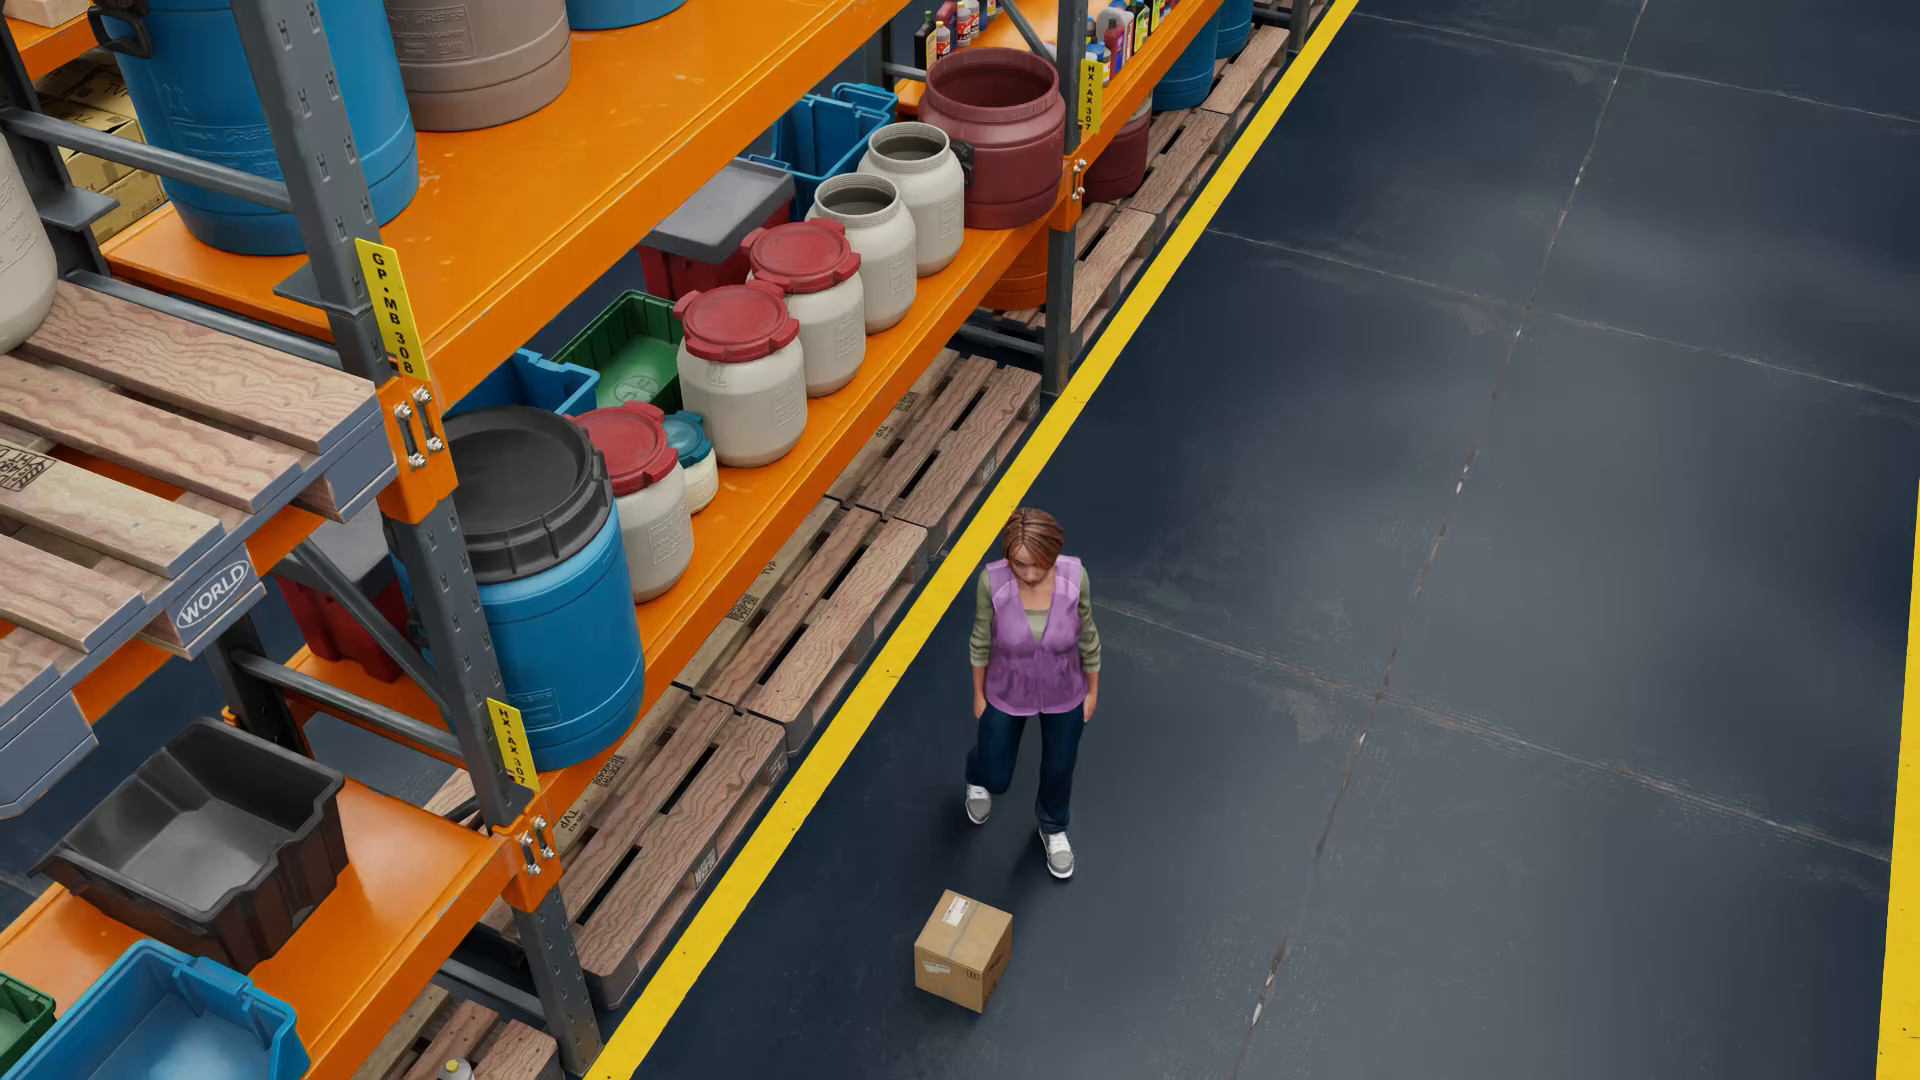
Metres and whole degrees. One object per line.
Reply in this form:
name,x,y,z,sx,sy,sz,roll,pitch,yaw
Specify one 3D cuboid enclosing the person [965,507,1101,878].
person,0.245,0.493,5.634,0.431,1.583,0.504,-6,43,-6
